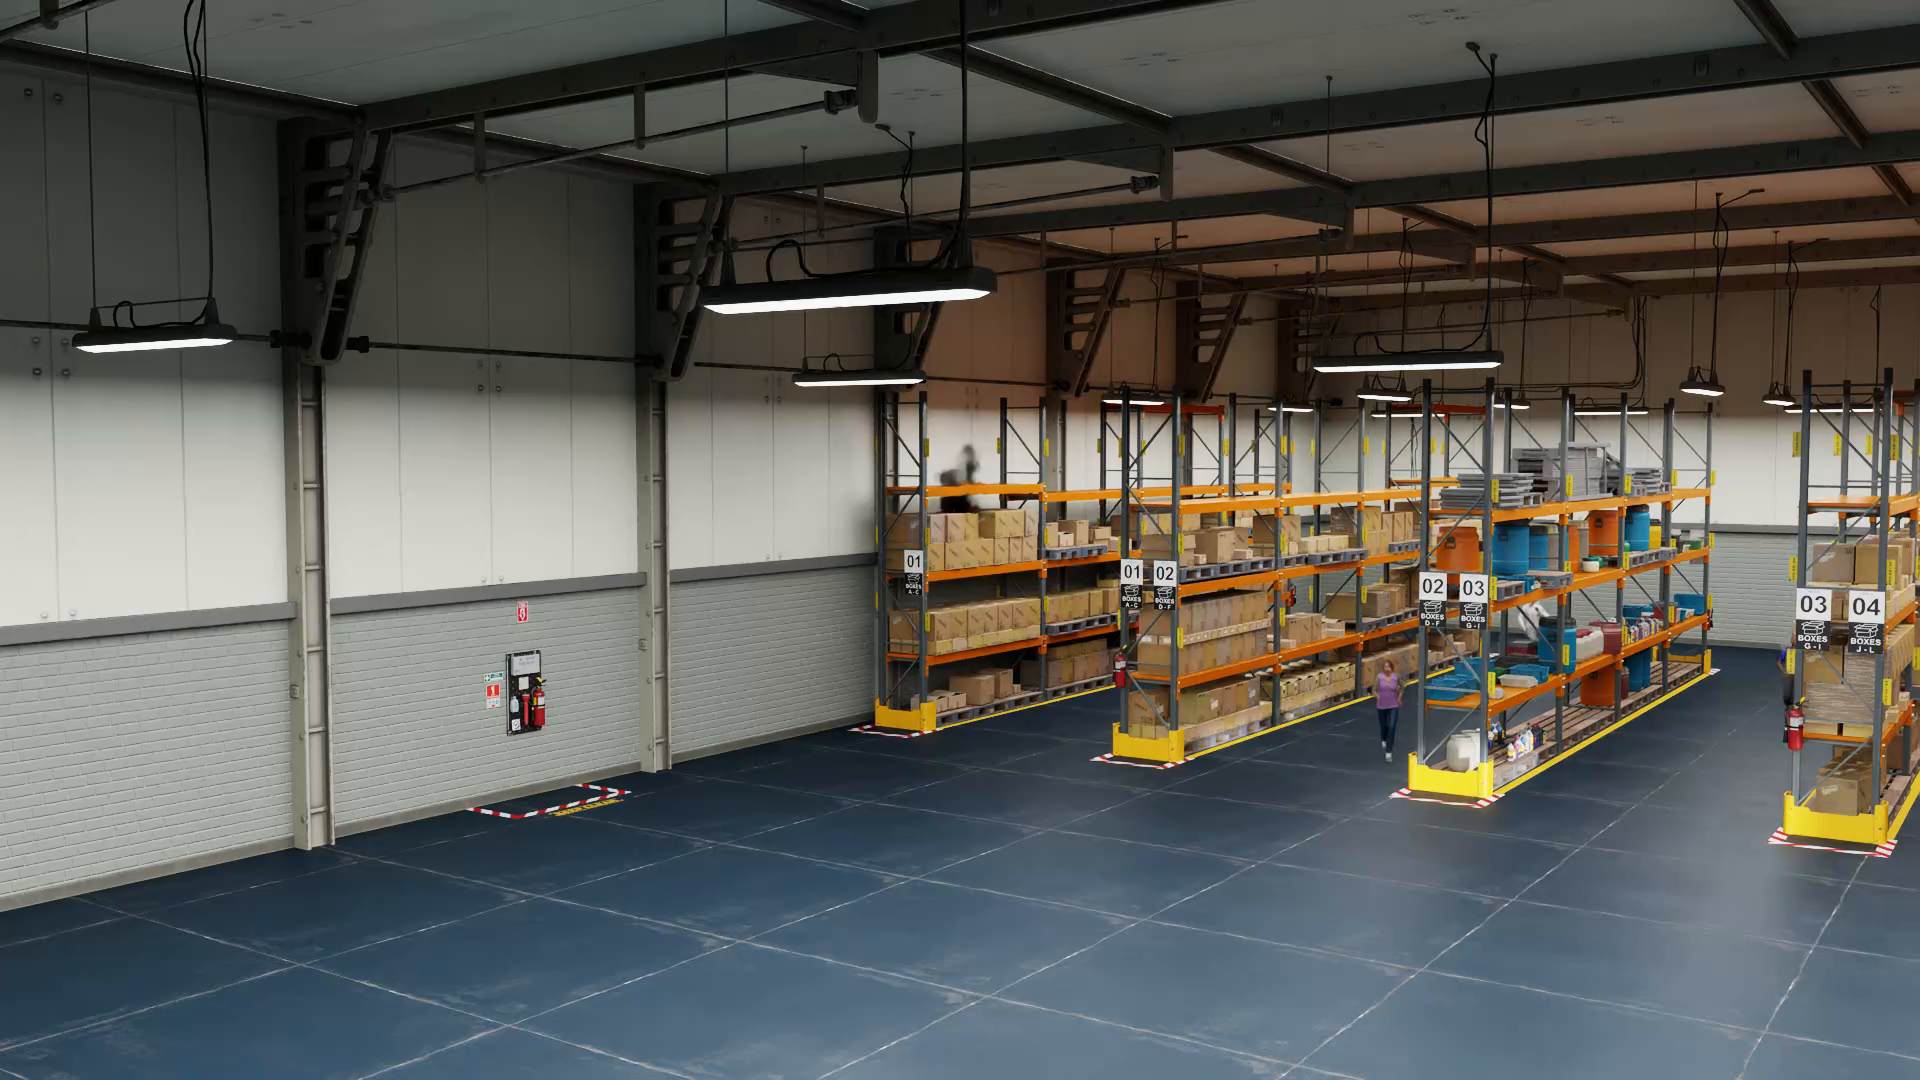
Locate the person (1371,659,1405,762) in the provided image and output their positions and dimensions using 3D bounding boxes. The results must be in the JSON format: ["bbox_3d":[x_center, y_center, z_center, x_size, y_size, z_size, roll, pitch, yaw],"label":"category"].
[{"bbox_3d":[6.903,2.713,26.840,0.516,1.605,0.855,1,3,18],"label":"person"}]

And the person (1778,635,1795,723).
[{"bbox_3d":[15.181,2.524,30.245,0.564,1.598,0.548,2,4,27],"label":"person"}]

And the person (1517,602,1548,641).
[{"bbox_3d":[13.282,2.040,38.569,0.684,1.644,0.628,1,3,23],"label":"person"}]
